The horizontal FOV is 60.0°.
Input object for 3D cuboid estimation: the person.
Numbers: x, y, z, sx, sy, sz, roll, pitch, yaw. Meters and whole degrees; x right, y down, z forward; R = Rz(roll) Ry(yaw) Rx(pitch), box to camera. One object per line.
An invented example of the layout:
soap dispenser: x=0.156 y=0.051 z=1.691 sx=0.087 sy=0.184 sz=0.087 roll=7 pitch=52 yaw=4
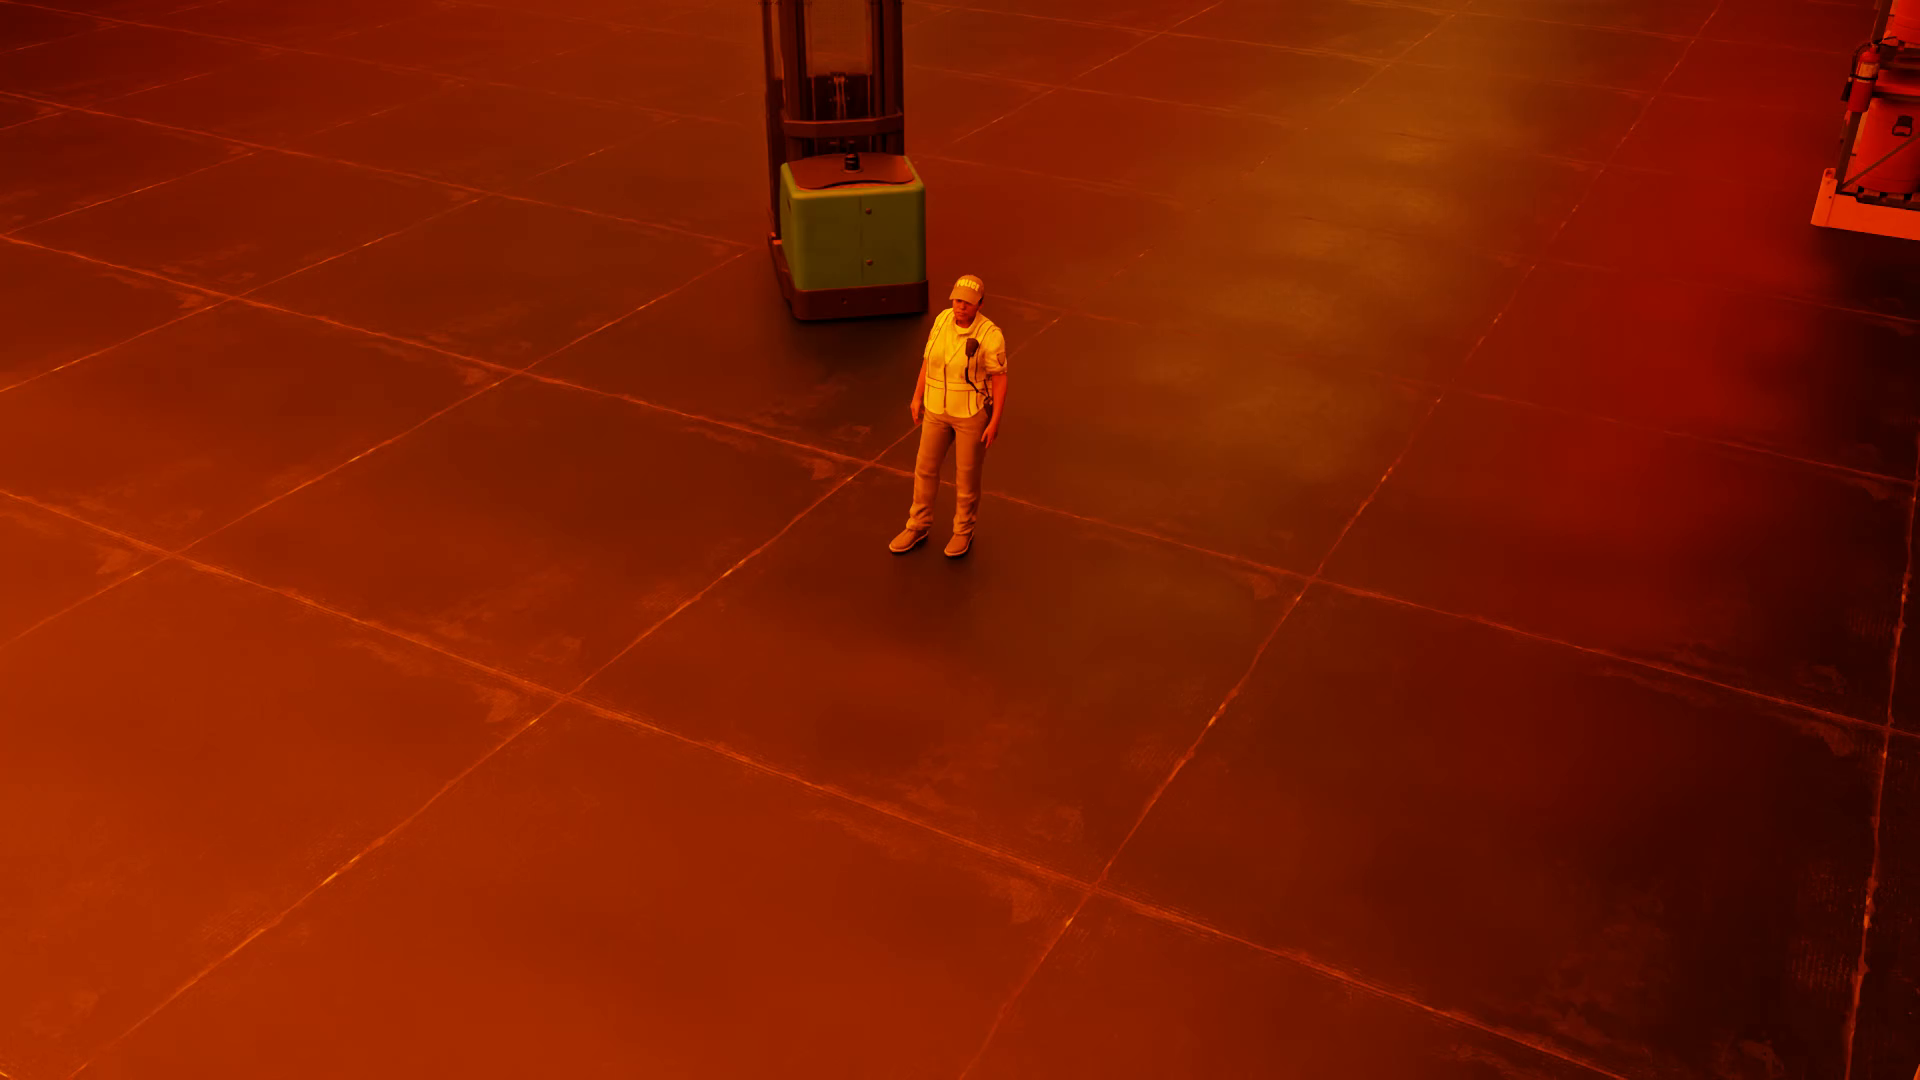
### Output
person: x=-0.057 y=-0.700 z=9.534 sx=0.598 sy=1.670 sz=0.529 roll=15 pitch=33 yaw=25

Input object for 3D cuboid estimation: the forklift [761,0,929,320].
forklift: x=-1.043 y=-3.679 z=13.445 sx=1.130 sy=2.935 sz=3.031 roll=-6 pitch=30 yaw=-10
